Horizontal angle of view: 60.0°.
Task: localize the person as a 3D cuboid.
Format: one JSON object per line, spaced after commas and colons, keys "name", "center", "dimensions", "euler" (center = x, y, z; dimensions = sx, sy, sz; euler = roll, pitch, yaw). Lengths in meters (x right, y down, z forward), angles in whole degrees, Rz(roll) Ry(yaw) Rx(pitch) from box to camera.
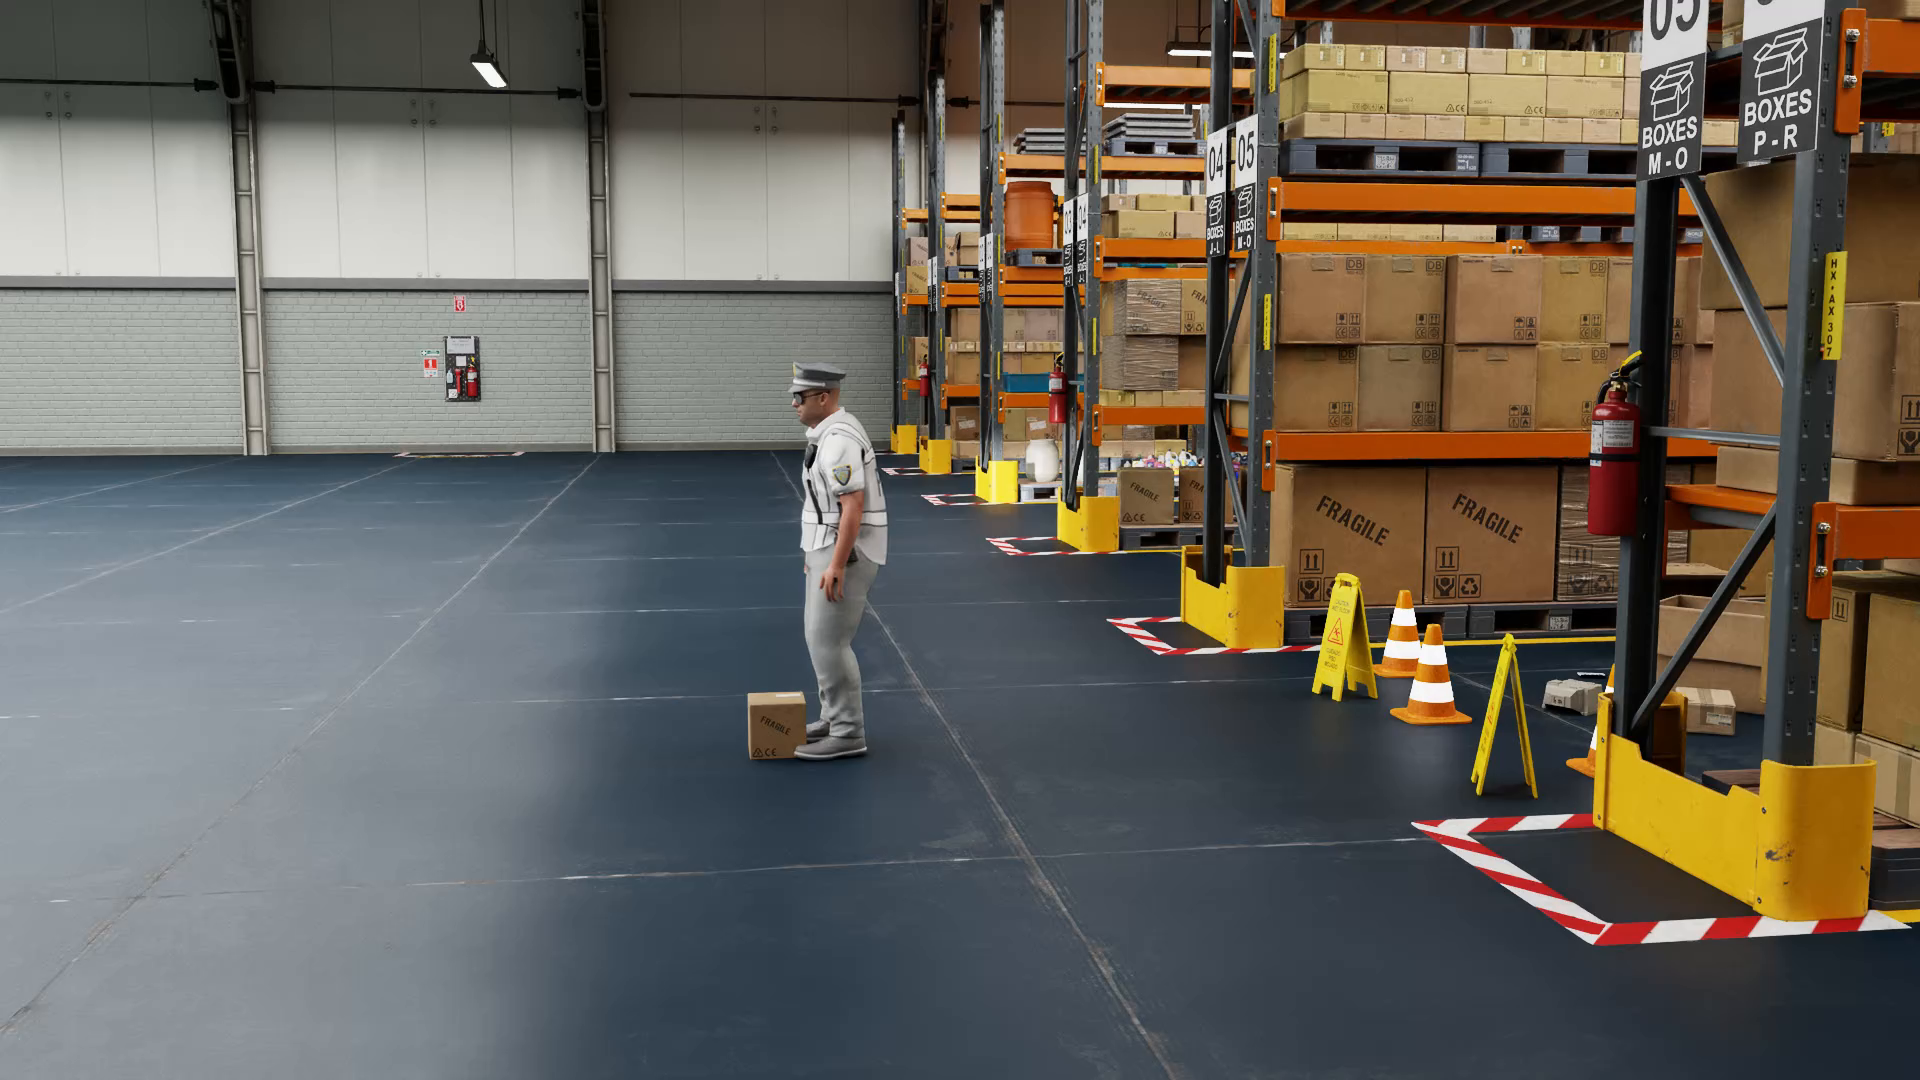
{"name": "person", "center": [-0.551, 0.082, 7.440], "dimensions": [0.431, 1.750, 0.606], "euler": [-1, 7, -12]}
